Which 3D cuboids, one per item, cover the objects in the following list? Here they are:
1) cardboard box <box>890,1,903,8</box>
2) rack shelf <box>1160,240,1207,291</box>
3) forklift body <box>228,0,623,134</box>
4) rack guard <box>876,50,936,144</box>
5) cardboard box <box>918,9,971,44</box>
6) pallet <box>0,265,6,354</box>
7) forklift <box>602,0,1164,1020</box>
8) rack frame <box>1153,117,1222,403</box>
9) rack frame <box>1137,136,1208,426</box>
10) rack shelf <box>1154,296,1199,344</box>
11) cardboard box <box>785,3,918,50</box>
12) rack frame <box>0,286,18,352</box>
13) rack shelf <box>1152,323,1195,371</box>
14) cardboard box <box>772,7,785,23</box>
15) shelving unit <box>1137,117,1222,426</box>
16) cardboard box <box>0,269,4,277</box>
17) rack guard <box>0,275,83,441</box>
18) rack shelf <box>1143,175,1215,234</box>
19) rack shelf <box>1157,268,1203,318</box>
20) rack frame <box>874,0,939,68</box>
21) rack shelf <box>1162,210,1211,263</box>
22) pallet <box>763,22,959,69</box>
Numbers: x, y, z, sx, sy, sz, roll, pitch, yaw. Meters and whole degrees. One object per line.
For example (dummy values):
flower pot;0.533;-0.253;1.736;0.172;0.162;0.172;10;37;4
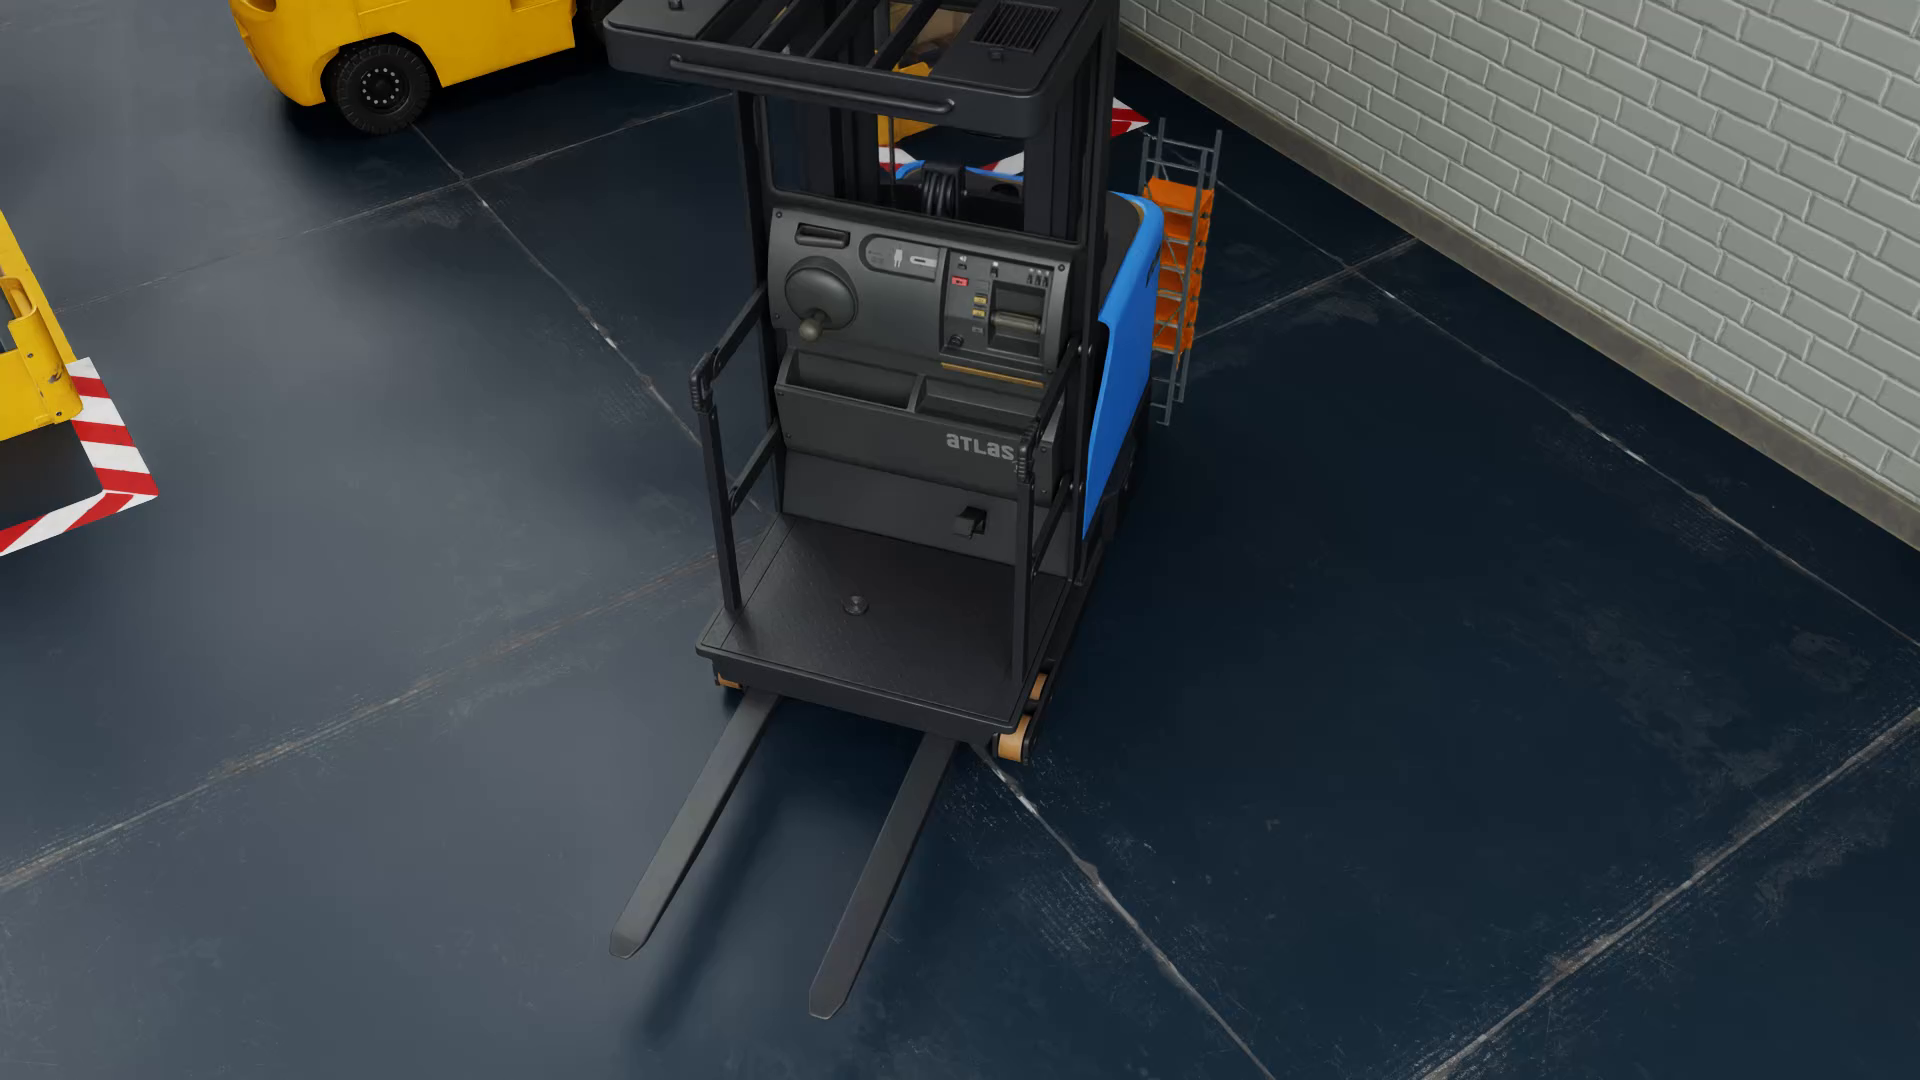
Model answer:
cardboard box;-0.567;-2.880;8.420;0.500;0.250;0.500;-26;50;-25
rack shelf;0.795;-1.071;6.385;0.258;0.103;0.180;17;41;17
forklift body;-2.613;-3.436;8.292;2.313;2.155;1.214;-26;49;-24
rack guard;-0.018;-2.472;8.478;1.175;0.500;0.348;-26;49;-24
cardboard box;-0.153;-2.903;8.806;0.500;0.250;0.500;-26;49;-24
pallet;-4.581;-0.936;7.077;1.003;0.211;1.213;-26;49;-24
forklift;-0.198;-0.650;4.808;1.130;2.935;3.031;13;45;13
rack frame;0.829;-1.064;6.498;0.240;1.200;0.006;17;41;17
rack frame;0.755;-0.961;6.366;0.240;1.200;0.006;17;41;17
rack shelf;0.786;-0.885;6.535;0.258;0.103;0.180;17;41;17
cardboard box;-0.560;-2.689;8.581;0.500;0.250;0.500;-25;49;-24
rack frame;-4.101;-1.427;5.573;1.000;3.000;0.127;-26;49;-24
rack shelf;0.781;-0.791;6.611;0.258;0.103;0.180;17;41;17
cardboard box;-0.837;-2.974;8.880;0.500;0.250;0.500;-26;49;-24
shelving unit;0.792;-1.013;6.432;0.258;1.200;0.189;17;41;17
cardboard box;-4.336;-1.151;6.970;0.500;0.250;0.500;-26;49;-25
rack guard;-4.145;-0.566;6.481;1.175;0.500;0.348;-26;49;-24
rack shelf;0.803;-1.258;6.234;0.258;0.103;0.180;17;41;17
rack shelf;0.790;-0.978;6.460;0.258;0.103;0.180;17;41;17
rack frame;-0.032;-3.390;7.629;1.000;3.000;0.127;-26;49;-24
rack shelf;0.799;-1.165;6.310;0.258;0.103;0.180;17;41;17
pallet;-0.504;-2.798;9.028;1.003;0.211;1.213;-26;49;-24
